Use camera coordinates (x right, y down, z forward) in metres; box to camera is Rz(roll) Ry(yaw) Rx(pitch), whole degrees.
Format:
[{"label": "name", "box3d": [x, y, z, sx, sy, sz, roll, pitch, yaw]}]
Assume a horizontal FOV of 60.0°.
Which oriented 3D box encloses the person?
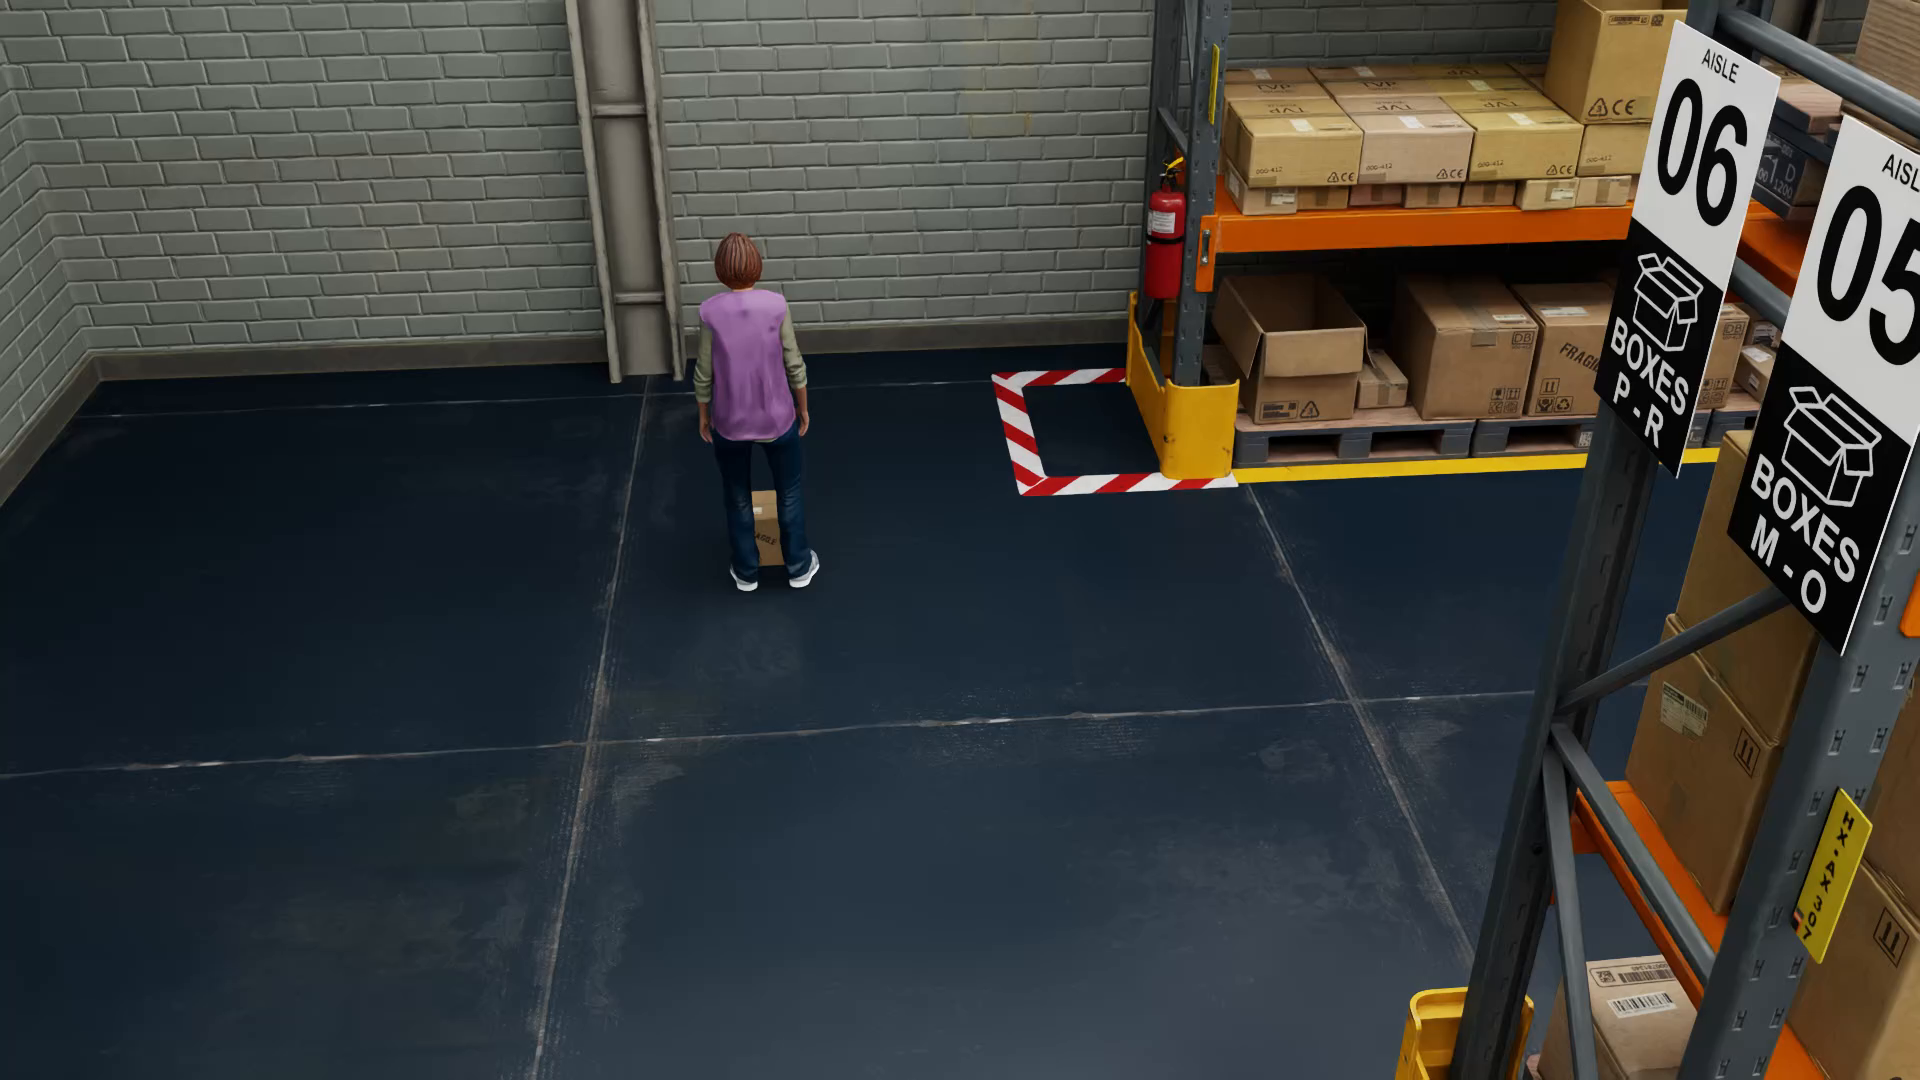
[{"label": "person", "box3d": [-0.860, -0.496, 6.963, 0.477, 1.582, 0.347, -4, 32, -6]}]
